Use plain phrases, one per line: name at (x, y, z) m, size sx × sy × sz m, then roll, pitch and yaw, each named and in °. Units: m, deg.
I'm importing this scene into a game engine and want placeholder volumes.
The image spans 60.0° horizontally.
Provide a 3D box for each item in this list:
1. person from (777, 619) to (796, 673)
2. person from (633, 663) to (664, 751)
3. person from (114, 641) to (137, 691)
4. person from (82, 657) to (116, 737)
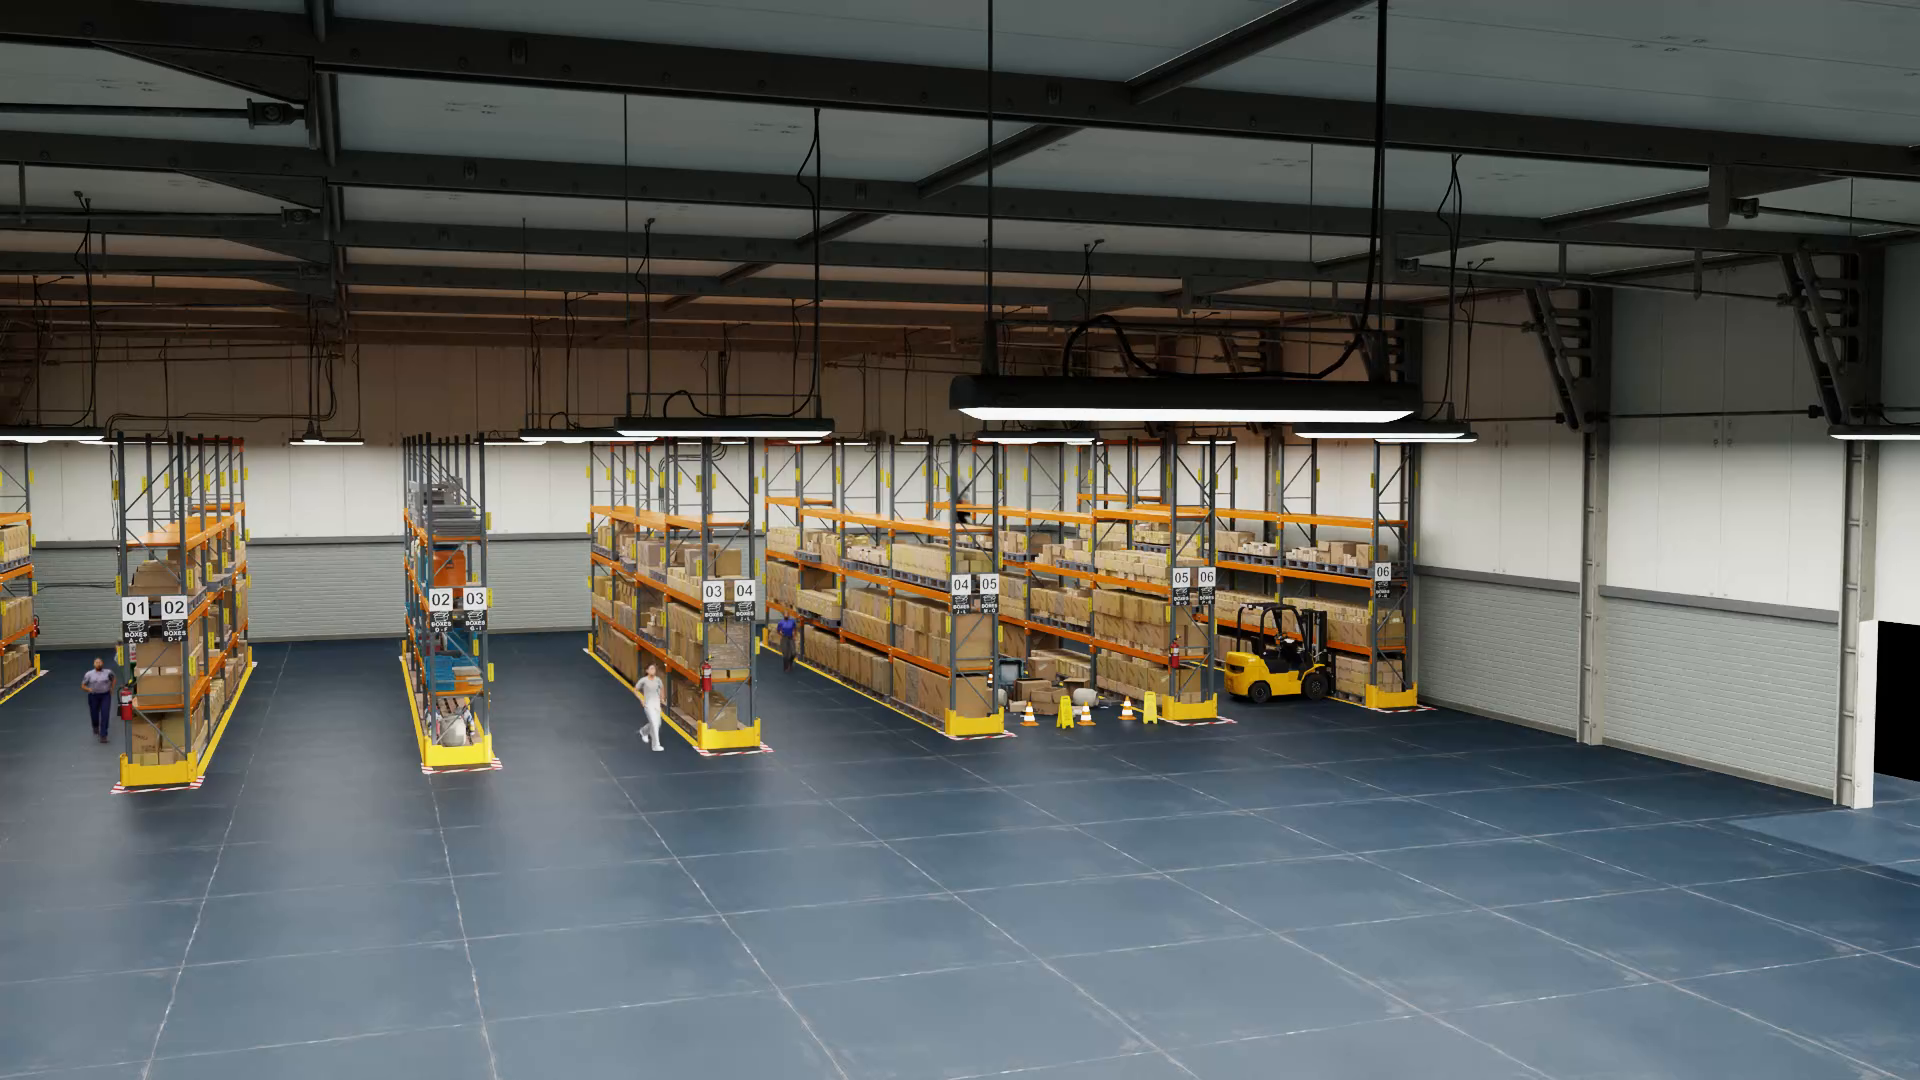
person at (-4.375, 2.685, 42.178) m, size 0.519 × 1.383 × 0.509 m, roll -1°, pitch 3°, yaw -19°
person at (-5.877, 3.147, 31.491) m, size 0.590 × 1.650 × 0.862 m, roll -3°, pitch 4°, yaw -43°
person at (-18.503, 2.618, 37.089) m, size 0.655 × 1.458 × 0.702 m, roll -1°, pitch 3°, yaw -23°
person at (-16.795, 3.063, 32.457) m, size 0.609 × 1.558 × 0.746 m, roll -2°, pitch 4°, yaw -29°
